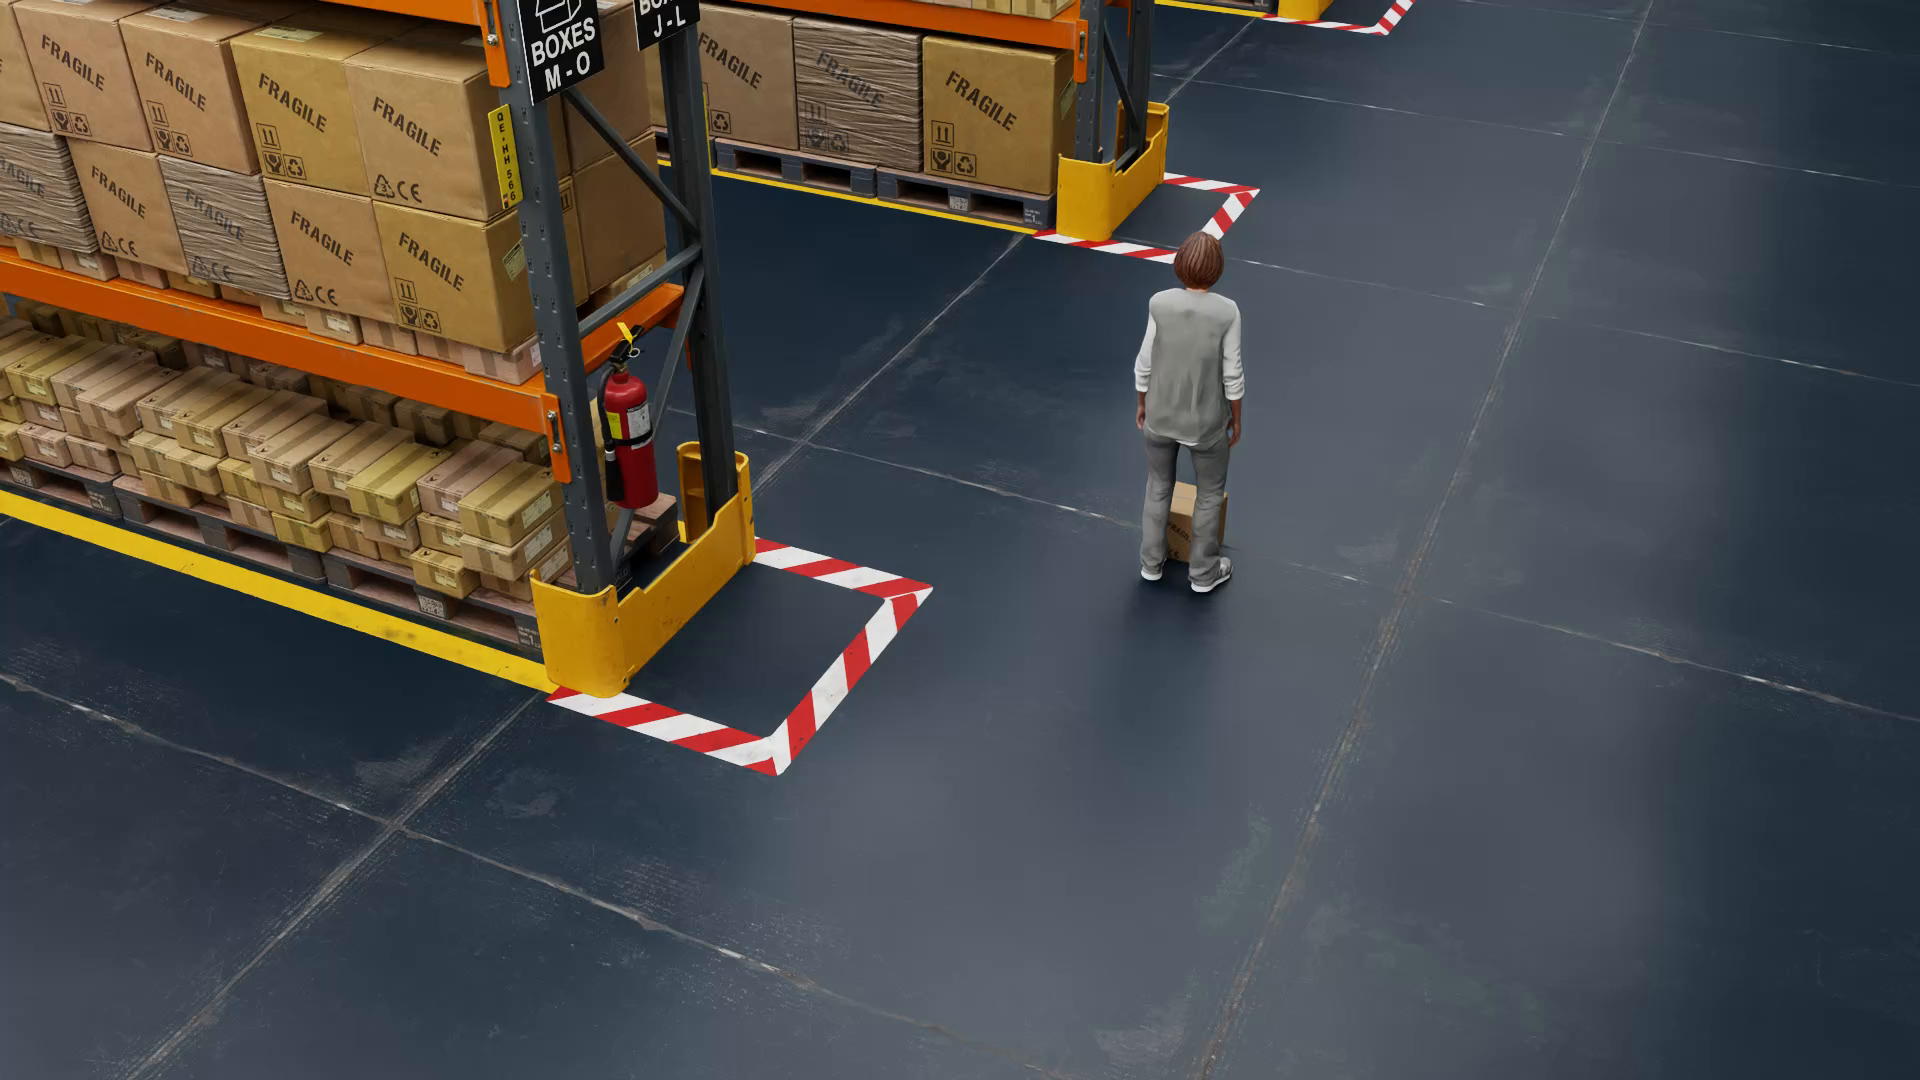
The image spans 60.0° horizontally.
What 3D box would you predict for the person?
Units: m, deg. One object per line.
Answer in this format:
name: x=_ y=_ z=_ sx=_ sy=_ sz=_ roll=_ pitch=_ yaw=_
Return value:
person: x=0.943 y=-0.499 z=6.890 sx=0.469 sy=1.590 sz=0.348 roll=13 pitch=36 yaw=18
